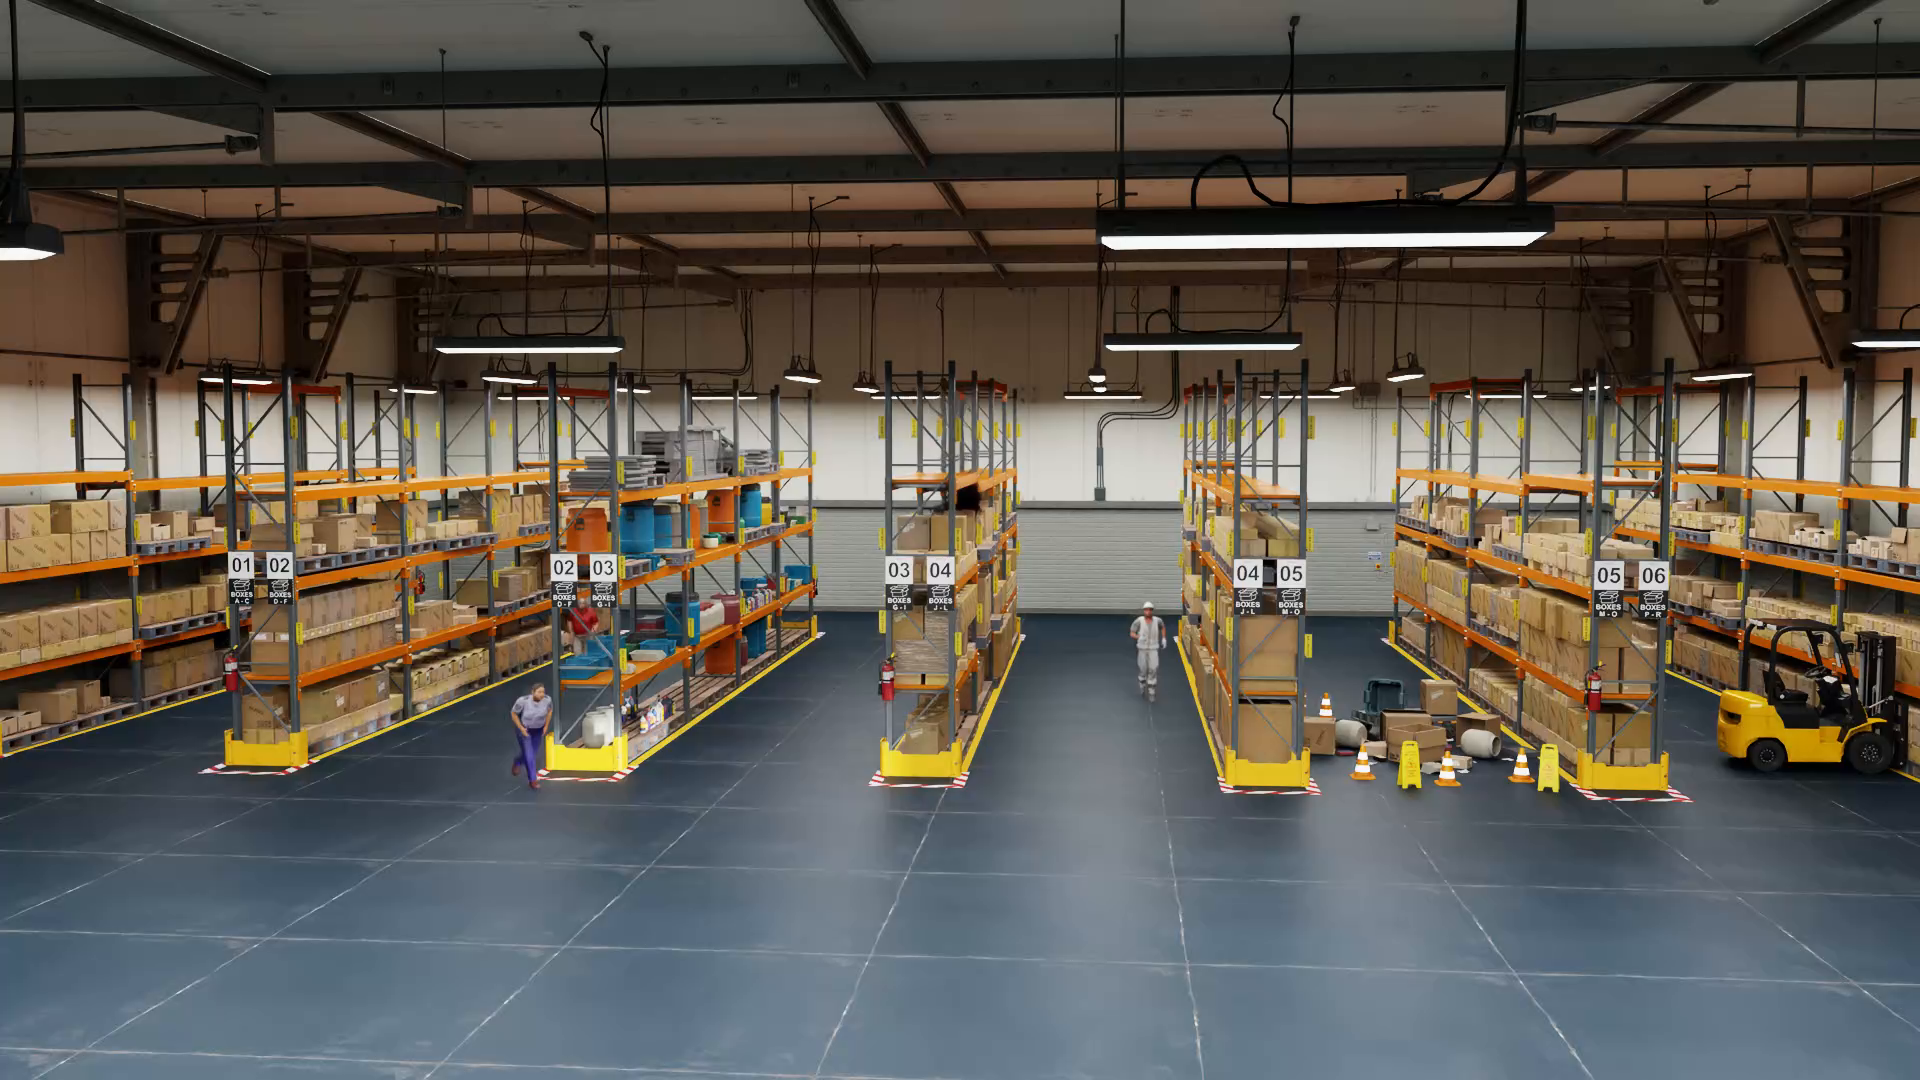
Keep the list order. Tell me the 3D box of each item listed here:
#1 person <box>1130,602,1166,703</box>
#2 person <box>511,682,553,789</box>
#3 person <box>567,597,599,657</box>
[{"bbox_3d":[3.506,2.072,31.000,0.680,1.839,0.842,0,4,1],"label":"person"},{"bbox_3d":[-6.084,2.719,23.481,0.607,1.515,0.923,-3,5,-38],"label":"person"},{"bbox_3d":[-7.522,1.985,33.205,0.648,1.706,0.847,0,4,-6],"label":"person"}]
